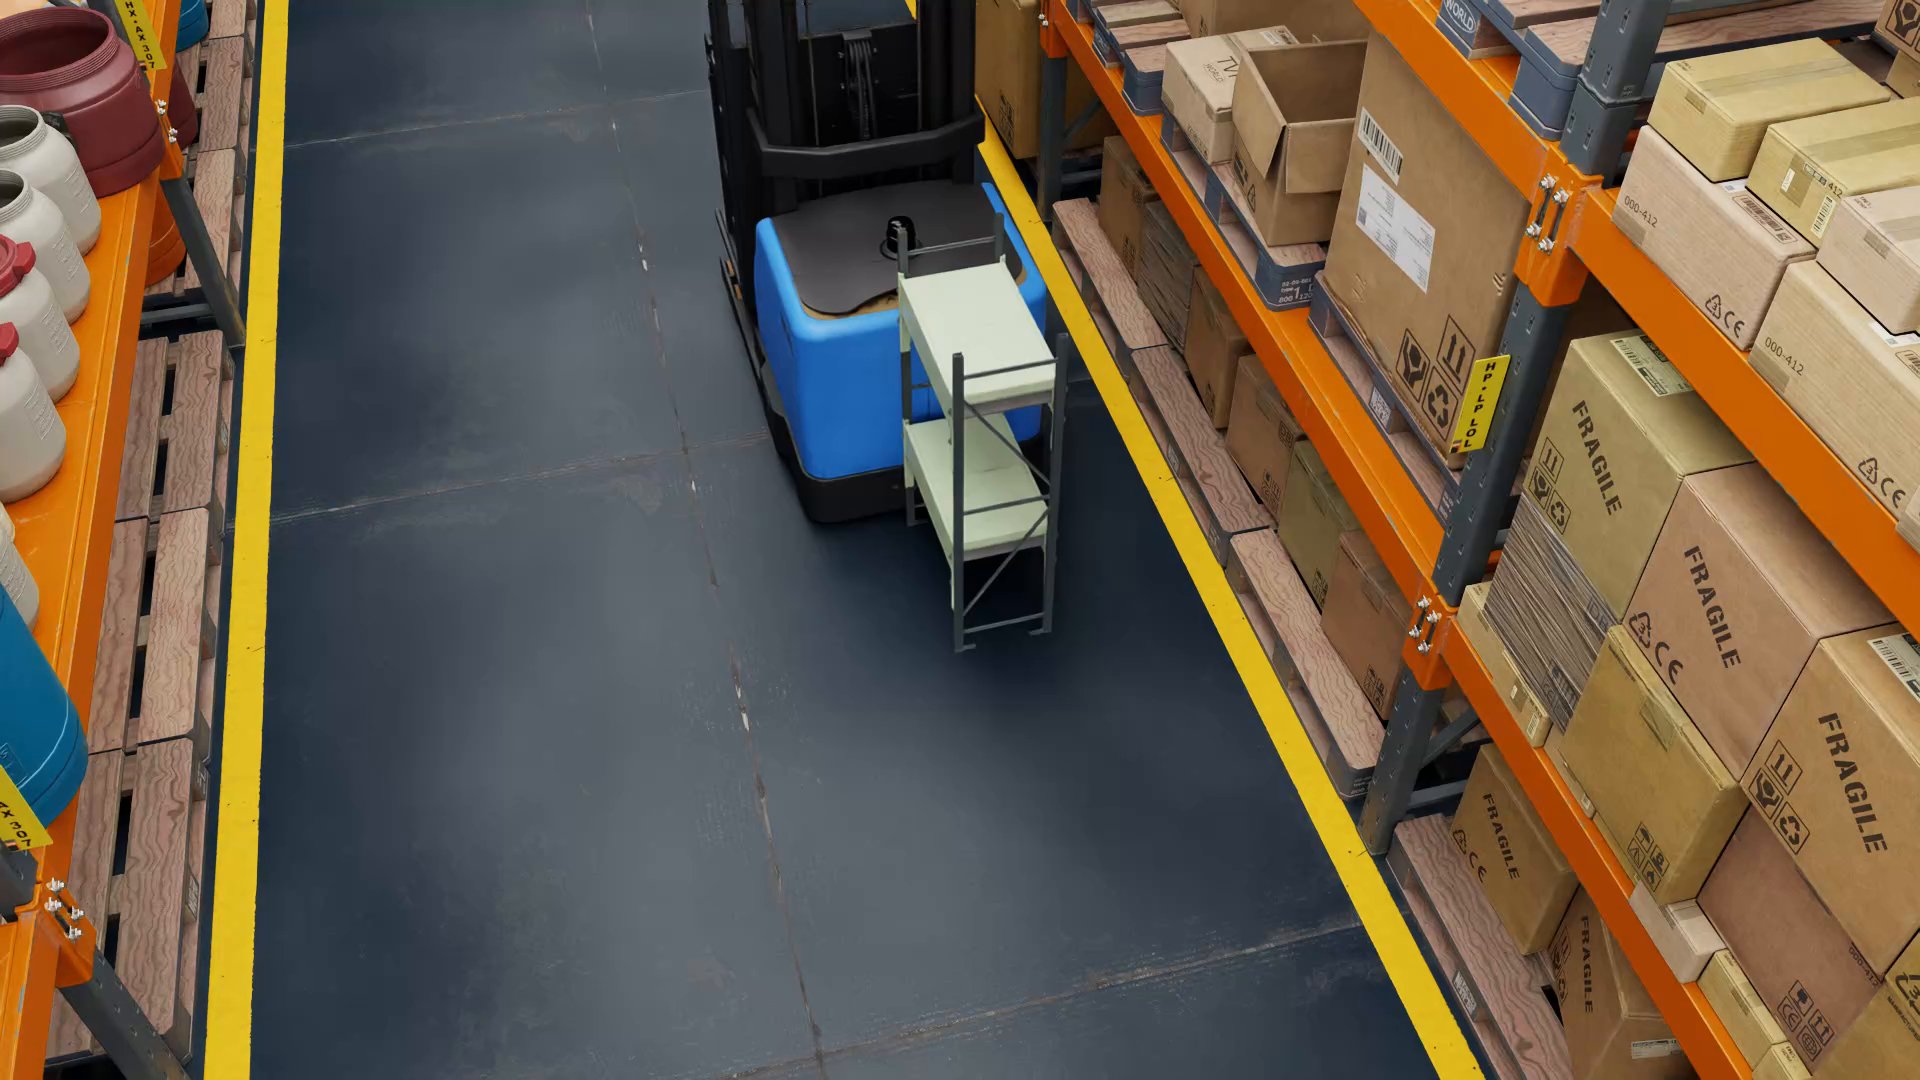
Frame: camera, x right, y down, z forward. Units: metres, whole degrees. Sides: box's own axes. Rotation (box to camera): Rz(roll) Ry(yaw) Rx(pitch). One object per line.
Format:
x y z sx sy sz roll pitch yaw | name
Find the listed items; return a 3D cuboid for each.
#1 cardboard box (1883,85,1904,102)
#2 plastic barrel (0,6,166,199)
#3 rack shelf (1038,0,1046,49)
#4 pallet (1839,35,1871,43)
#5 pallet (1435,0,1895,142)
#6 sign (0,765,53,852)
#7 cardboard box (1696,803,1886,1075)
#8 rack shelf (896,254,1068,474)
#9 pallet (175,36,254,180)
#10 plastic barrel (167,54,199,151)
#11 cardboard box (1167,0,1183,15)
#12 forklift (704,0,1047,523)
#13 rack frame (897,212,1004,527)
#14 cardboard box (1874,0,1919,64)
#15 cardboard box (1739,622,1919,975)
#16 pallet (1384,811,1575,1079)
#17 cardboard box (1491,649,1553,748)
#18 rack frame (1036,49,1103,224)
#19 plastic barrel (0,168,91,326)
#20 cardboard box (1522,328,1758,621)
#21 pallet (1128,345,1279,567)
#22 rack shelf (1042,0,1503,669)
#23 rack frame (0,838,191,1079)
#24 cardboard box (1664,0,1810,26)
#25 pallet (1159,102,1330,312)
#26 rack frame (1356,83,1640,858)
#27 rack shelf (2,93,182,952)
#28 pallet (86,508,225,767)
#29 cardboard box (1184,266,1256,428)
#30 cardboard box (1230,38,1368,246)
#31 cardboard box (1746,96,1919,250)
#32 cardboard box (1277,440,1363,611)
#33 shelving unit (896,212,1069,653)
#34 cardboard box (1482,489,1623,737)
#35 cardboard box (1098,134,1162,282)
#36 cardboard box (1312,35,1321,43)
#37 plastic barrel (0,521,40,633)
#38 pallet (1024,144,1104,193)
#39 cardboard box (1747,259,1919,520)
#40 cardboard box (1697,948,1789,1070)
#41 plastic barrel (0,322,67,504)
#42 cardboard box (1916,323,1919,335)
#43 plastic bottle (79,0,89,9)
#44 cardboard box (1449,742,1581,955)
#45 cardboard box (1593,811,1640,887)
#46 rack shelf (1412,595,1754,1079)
2.292 -0.788 3.678 0.500 0.250 0.500 -9 46 -9 | cardboard box
-3.478 -1.696 6.468 0.600 0.536 0.708 -11 47 -10 | plastic barrel
0.387 -3.948 9.274 1.077 0.370 4.000 -11 47 -10 | rack shelf
5.521 -3.220 10.009 1.003 0.211 1.213 -11 47 -10 | pallet
1.868 -1.488 4.390 1.213 0.211 1.003 -11 47 -10 | pallet
-2.331 0.658 4.062 0.100 0.325 0.005 -11 47 -10 | sign
2.297 0.804 3.835 0.875 0.500 0.500 -11 47 -10 | cardboard box
0.068 -0.649 6.041 0.431 0.370 0.720 -12 47 -11 | rack shelf
-4.440 -2.315 9.122 1.003 0.211 1.213 -11 47 -10 | pallet
-4.320 -2.331 8.579 0.600 0.588 0.708 -11 47 -10 | plastic barrel
1.076 -2.636 7.120 0.500 0.500 0.500 -16 48 -15 | cardboard box
-0.542 -2.173 7.078 1.130 2.935 3.031 -12 47 -11 | forklift
-0.034 -0.627 6.565 0.400 1.500 0.023 -12 47 -11 | rack frame
2.284 -1.158 3.306 0.500 0.500 0.500 -12 47 -11 | cardboard box
2.049 0.501 3.432 0.500 0.500 0.500 -11 47 -10 | cardboard box
2.129 1.375 5.505 1.003 0.211 1.213 -11 47 -10 | pallet
1.738 0.409 4.676 0.380 0.149 0.250 -11 47 -10 | cardboard box
0.899 -2.819 7.664 1.000 3.000 0.127 -11 47 -10 | rack frame
-3.312 -0.991 5.793 0.421 0.512 0.421 0 46 0 | plastic barrel
1.792 -0.190 4.108 0.500 0.500 0.500 -11 47 -10 | cardboard box
1.406 -0.463 7.307 1.003 0.211 1.213 -11 47 -10 | pallet
1.411 -1.187 6.567 1.077 0.370 4.000 -11 47 -10 | rack shelf
-2.862 0.847 4.070 0.949 2.616 0.053 -11 47 -10 | rack frame
1.898 -1.633 4.035 0.797 0.503 0.637 -13 47 -12 | cardboard box
1.445 -1.393 6.400 1.003 0.211 1.213 -11 47 -10 | pallet
1.923 -0.058 4.957 1.000 3.000 0.127 -11 47 -10 | rack frame
-3.377 -0.281 5.680 1.077 0.370 4.000 -11 47 -10 | rack shelf
-3.420 0.445 6.417 1.003 0.211 1.213 -11 47 -10 | pallet
1.396 -0.869 7.194 0.700 0.500 0.500 -7 46 -7 | cardboard box
1.390 -1.421 5.927 0.797 0.503 0.637 -6 46 -6 | cardboard box
1.842 -0.743 3.354 0.380 0.149 0.250 -13 47 -12 | cardboard box
1.682 -0.097 6.438 0.700 0.500 0.500 -11 47 -11 | cardboard box
0.068 -0.376 6.319 0.431 1.500 0.755 -12 47 -11 | shelving unit
1.978 0.125 4.500 0.875 0.500 0.500 -11 47 -10 | cardboard box
1.089 -1.640 7.949 0.700 0.500 0.500 -13 47 -12 | cardboard box
1.587 -1.817 6.482 0.396 0.266 0.258 -12 47 -11 | cardboard box
-2.898 0.100 4.708 0.433 0.535 0.433 0 46 0 | plastic barrel
0.770 -2.401 9.206 1.003 0.211 1.213 -11 47 -10 | pallet
1.931 -0.333 3.232 0.500 0.250 0.500 -11 47 -11 | cardboard box
2.031 1.092 4.006 0.380 0.149 0.250 -11 47 -10 | cardboard box
-3.086 -0.407 5.204 0.433 0.535 0.433 0 46 0 | plastic barrel
1.995 -0.390 3.008 0.380 0.149 0.250 -9 46 -9 | cardboard box
-3.688 -2.228 7.171 0.152 0.276 0.135 -11 47 -10 | plastic bottle
1.986 0.954 5.422 0.500 0.500 0.500 -12 47 -12 | cardboard box
1.902 0.747 4.344 0.380 0.149 0.250 -11 47 -10 | cardboard box
2.435 1.575 3.861 1.077 0.370 4.000 -11 47 -10 | rack shelf
